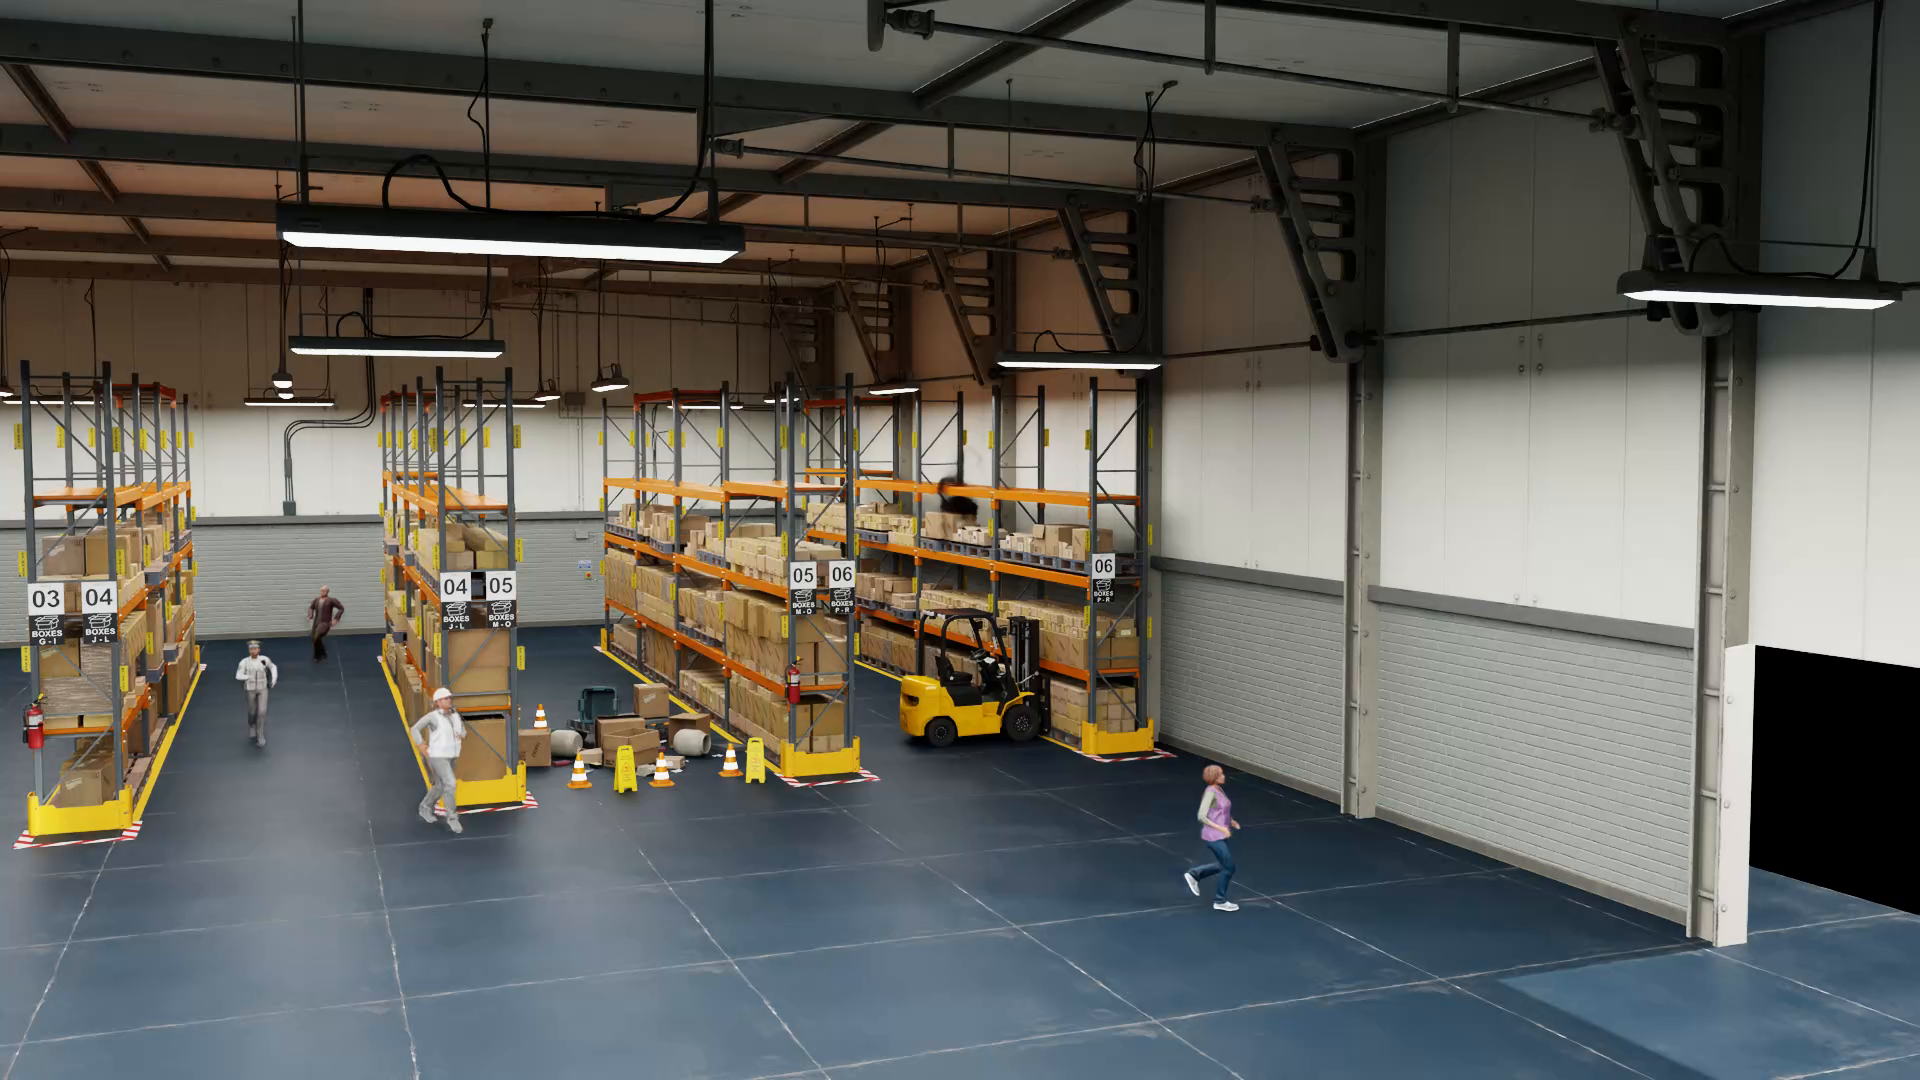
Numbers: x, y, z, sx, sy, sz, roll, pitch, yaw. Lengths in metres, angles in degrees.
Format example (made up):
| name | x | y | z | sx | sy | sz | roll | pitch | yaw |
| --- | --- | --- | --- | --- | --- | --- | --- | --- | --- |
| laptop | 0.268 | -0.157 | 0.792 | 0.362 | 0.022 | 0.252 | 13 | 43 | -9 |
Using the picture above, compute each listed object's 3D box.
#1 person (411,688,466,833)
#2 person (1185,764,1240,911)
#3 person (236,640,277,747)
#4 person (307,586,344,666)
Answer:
| name | x | y | z | sx | sy | sz | roll | pitch | yaw |
| --- | --- | --- | --- | --- | --- | --- | --- | --- | --- |
| person | -6.663 | 2.825 | 21.514 | 0.807 | 1.813 | 0.690 | 1 | 4 | 21 |
| person | 2.679 | 3.159 | 17.704 | 0.601 | 1.549 | 0.538 | 1 | 4 | 22 |
| person | -11.615 | 2.501 | 27.471 | 0.621 | 1.688 | 0.938 | -1 | 4 | -21 |
| person | -14.191 | 1.915 | 37.090 | 0.774 | 1.791 | 0.724 | 1 | 4 | 18 |
